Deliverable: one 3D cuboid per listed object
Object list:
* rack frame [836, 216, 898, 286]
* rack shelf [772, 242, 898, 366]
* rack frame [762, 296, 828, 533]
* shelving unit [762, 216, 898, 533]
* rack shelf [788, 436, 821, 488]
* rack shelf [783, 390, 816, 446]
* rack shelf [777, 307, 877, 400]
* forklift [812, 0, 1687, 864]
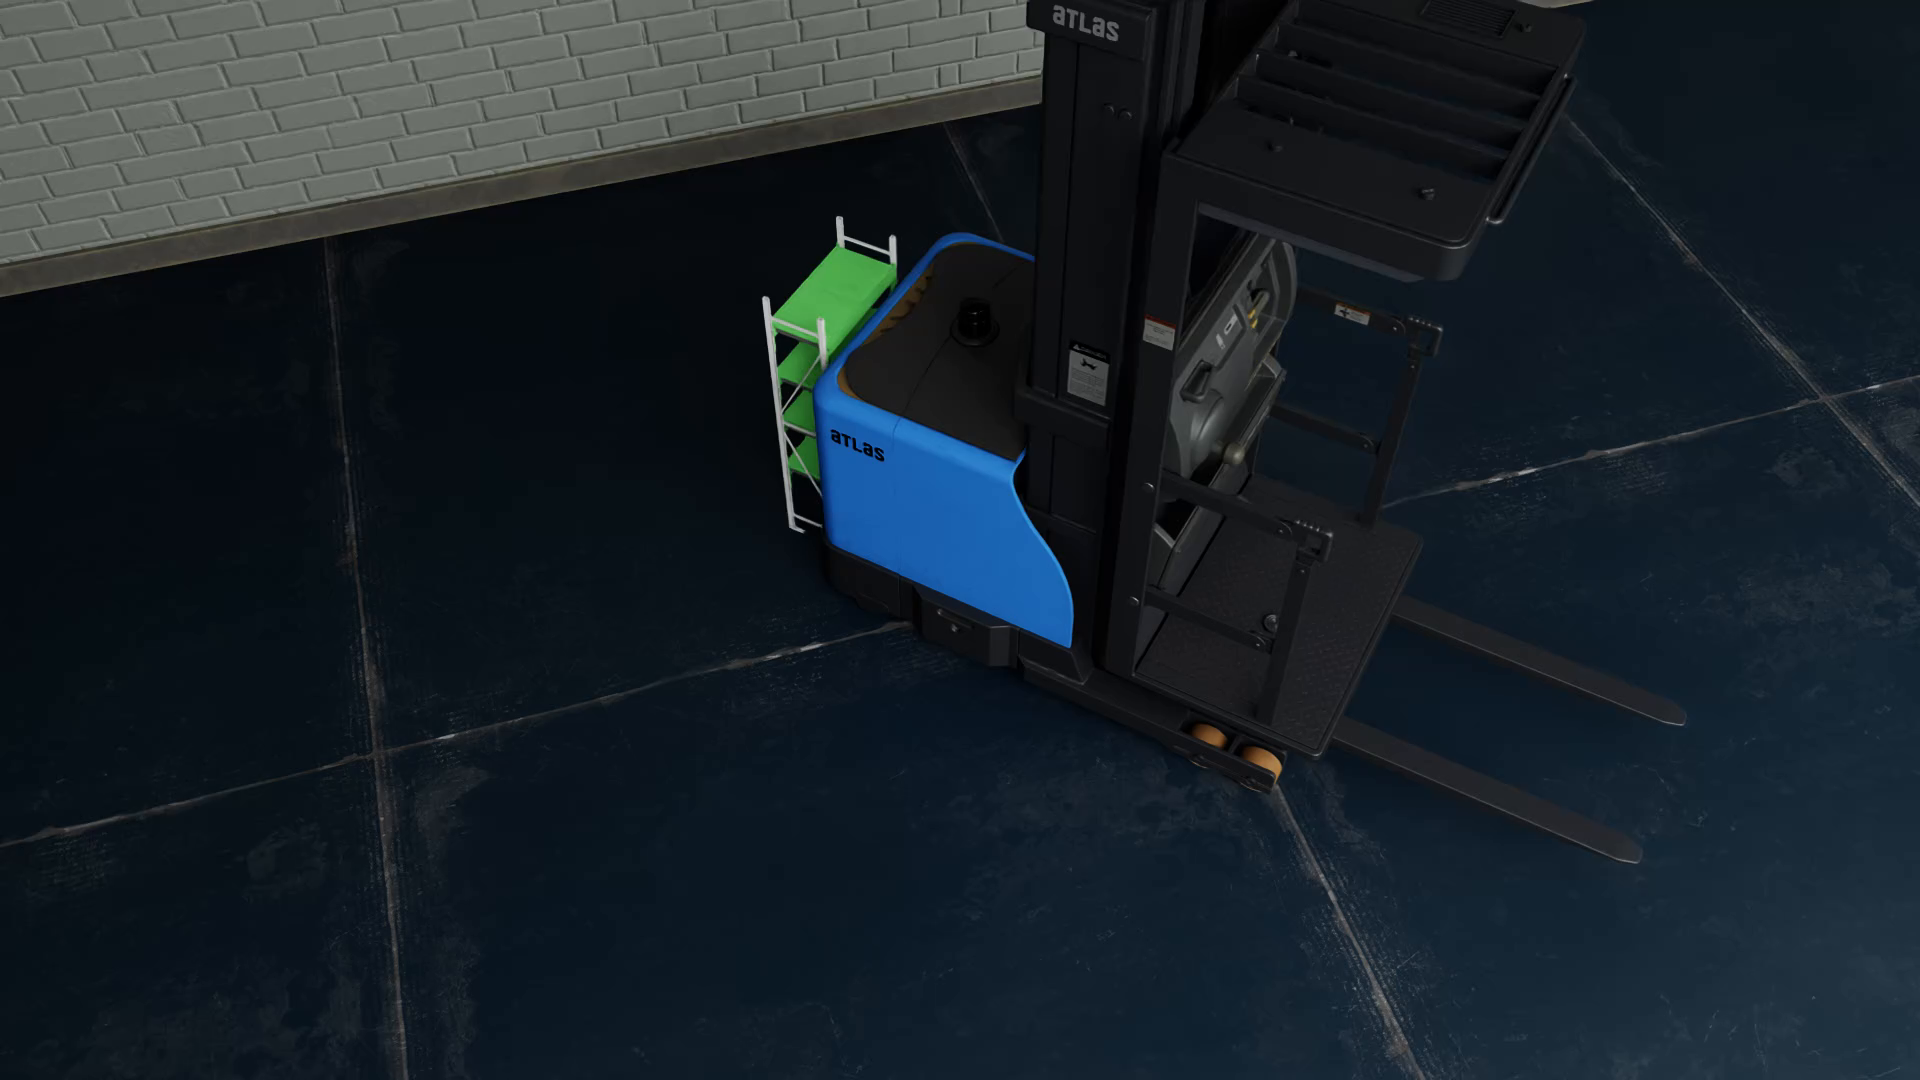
[{"bbox_3d":[-0.335,-0.725,6.366,0.240,1.200,0.015,22,53,18],"label":"rack frame"},{"bbox_3d":[-0.450,-0.829,5.910,0.258,0.148,0.480,22,53,18],"label":"rack shelf"},{"bbox_3d":[-0.566,-0.397,6.089,0.240,1.200,0.015,22,53,18],"label":"rack frame"},{"bbox_3d":[-0.450,-0.561,6.228,0.258,1.200,0.503,22,53,18],"label":"shelving unit"},{"bbox_3d":[-0.450,-0.365,6.460,0.258,0.148,0.480,22,53,18],"label":"rack shelf"},{"bbox_3d":[-0.450,-0.520,6.277,0.258,0.148,0.480,22,53,18],"label":"rack shelf"},{"bbox_3d":[-0.450,-0.675,6.093,0.258,0.148,0.480,22,53,18],"label":"rack shelf"},{"bbox_3d":[1.026,-0.538,5.076,3.031,2.935,1.130,23,54,18],"label":"forklift"}]
